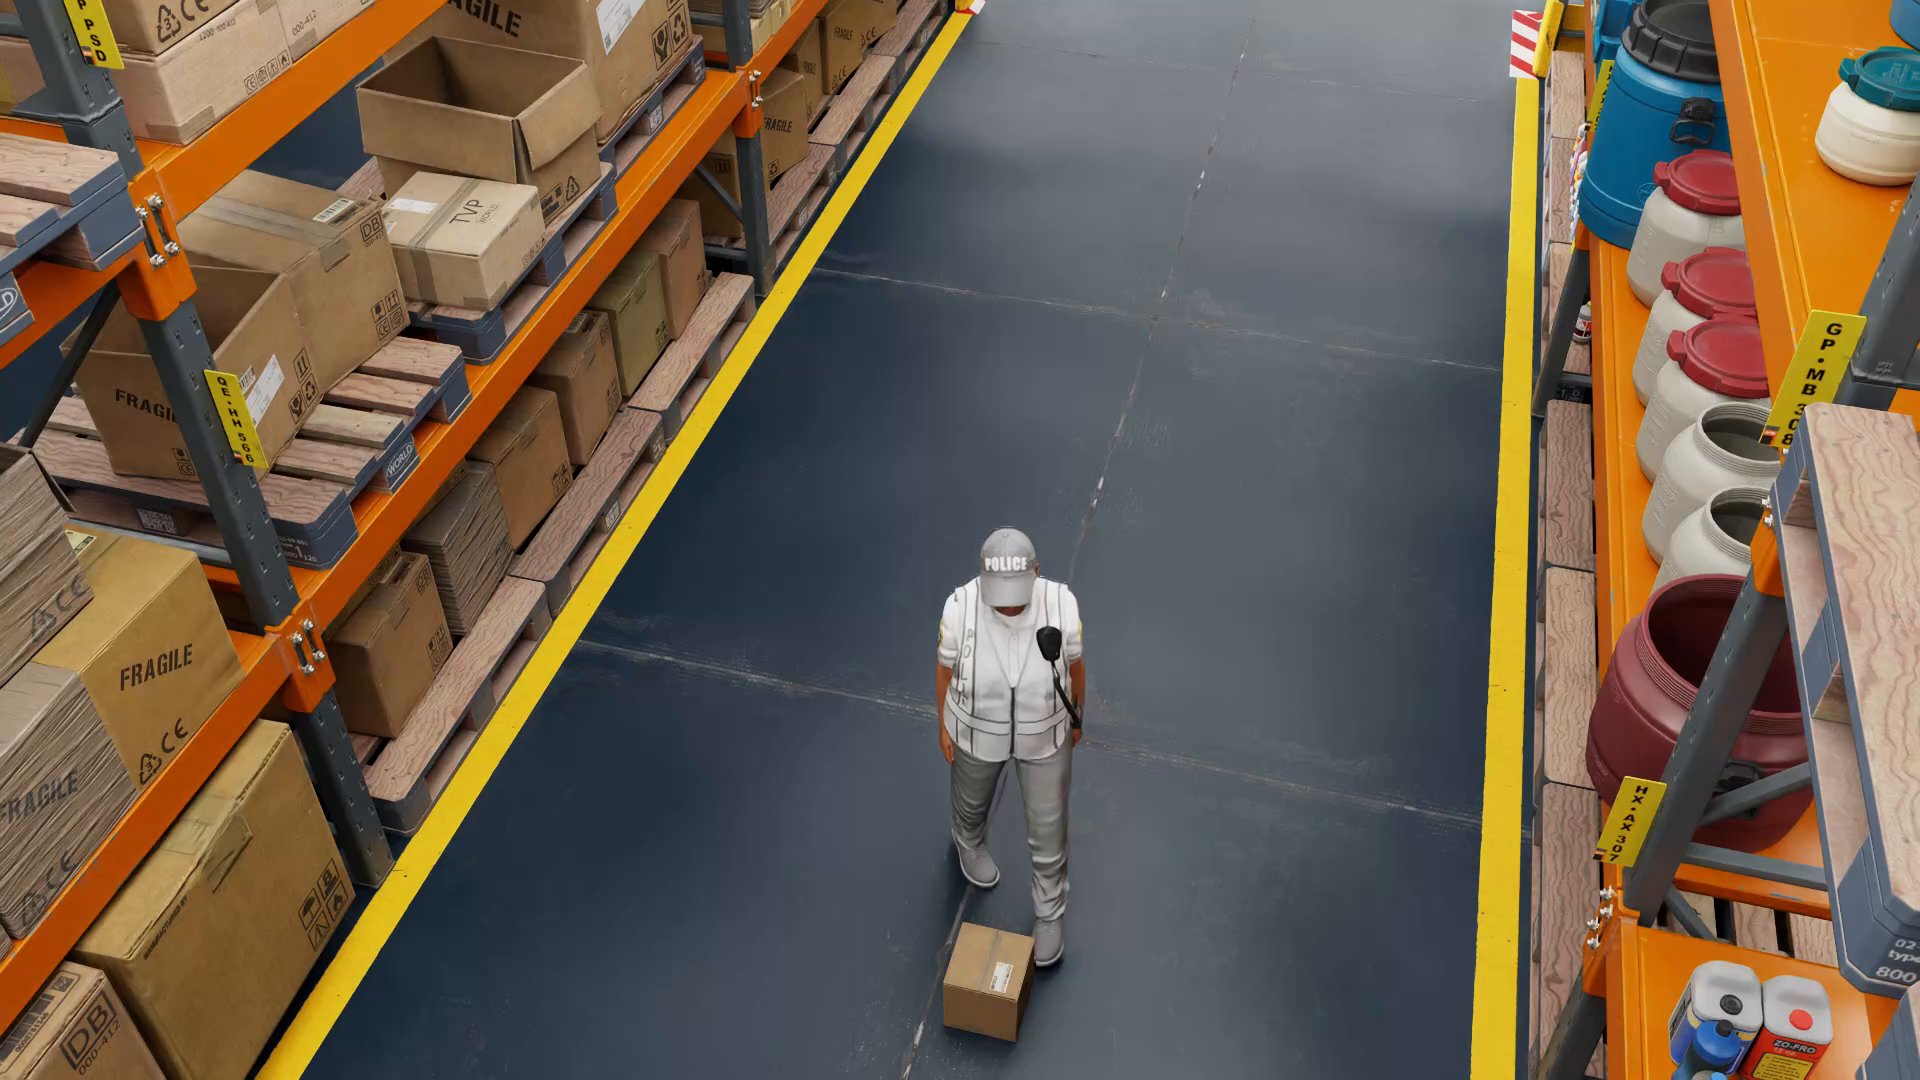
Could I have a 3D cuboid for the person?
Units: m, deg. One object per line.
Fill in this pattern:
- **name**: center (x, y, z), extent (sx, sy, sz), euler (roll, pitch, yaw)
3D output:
- **person**: center (0.167, 0.659, 5.406), extent (0.487, 1.661, 0.643), euler (-1, 41, -1)
